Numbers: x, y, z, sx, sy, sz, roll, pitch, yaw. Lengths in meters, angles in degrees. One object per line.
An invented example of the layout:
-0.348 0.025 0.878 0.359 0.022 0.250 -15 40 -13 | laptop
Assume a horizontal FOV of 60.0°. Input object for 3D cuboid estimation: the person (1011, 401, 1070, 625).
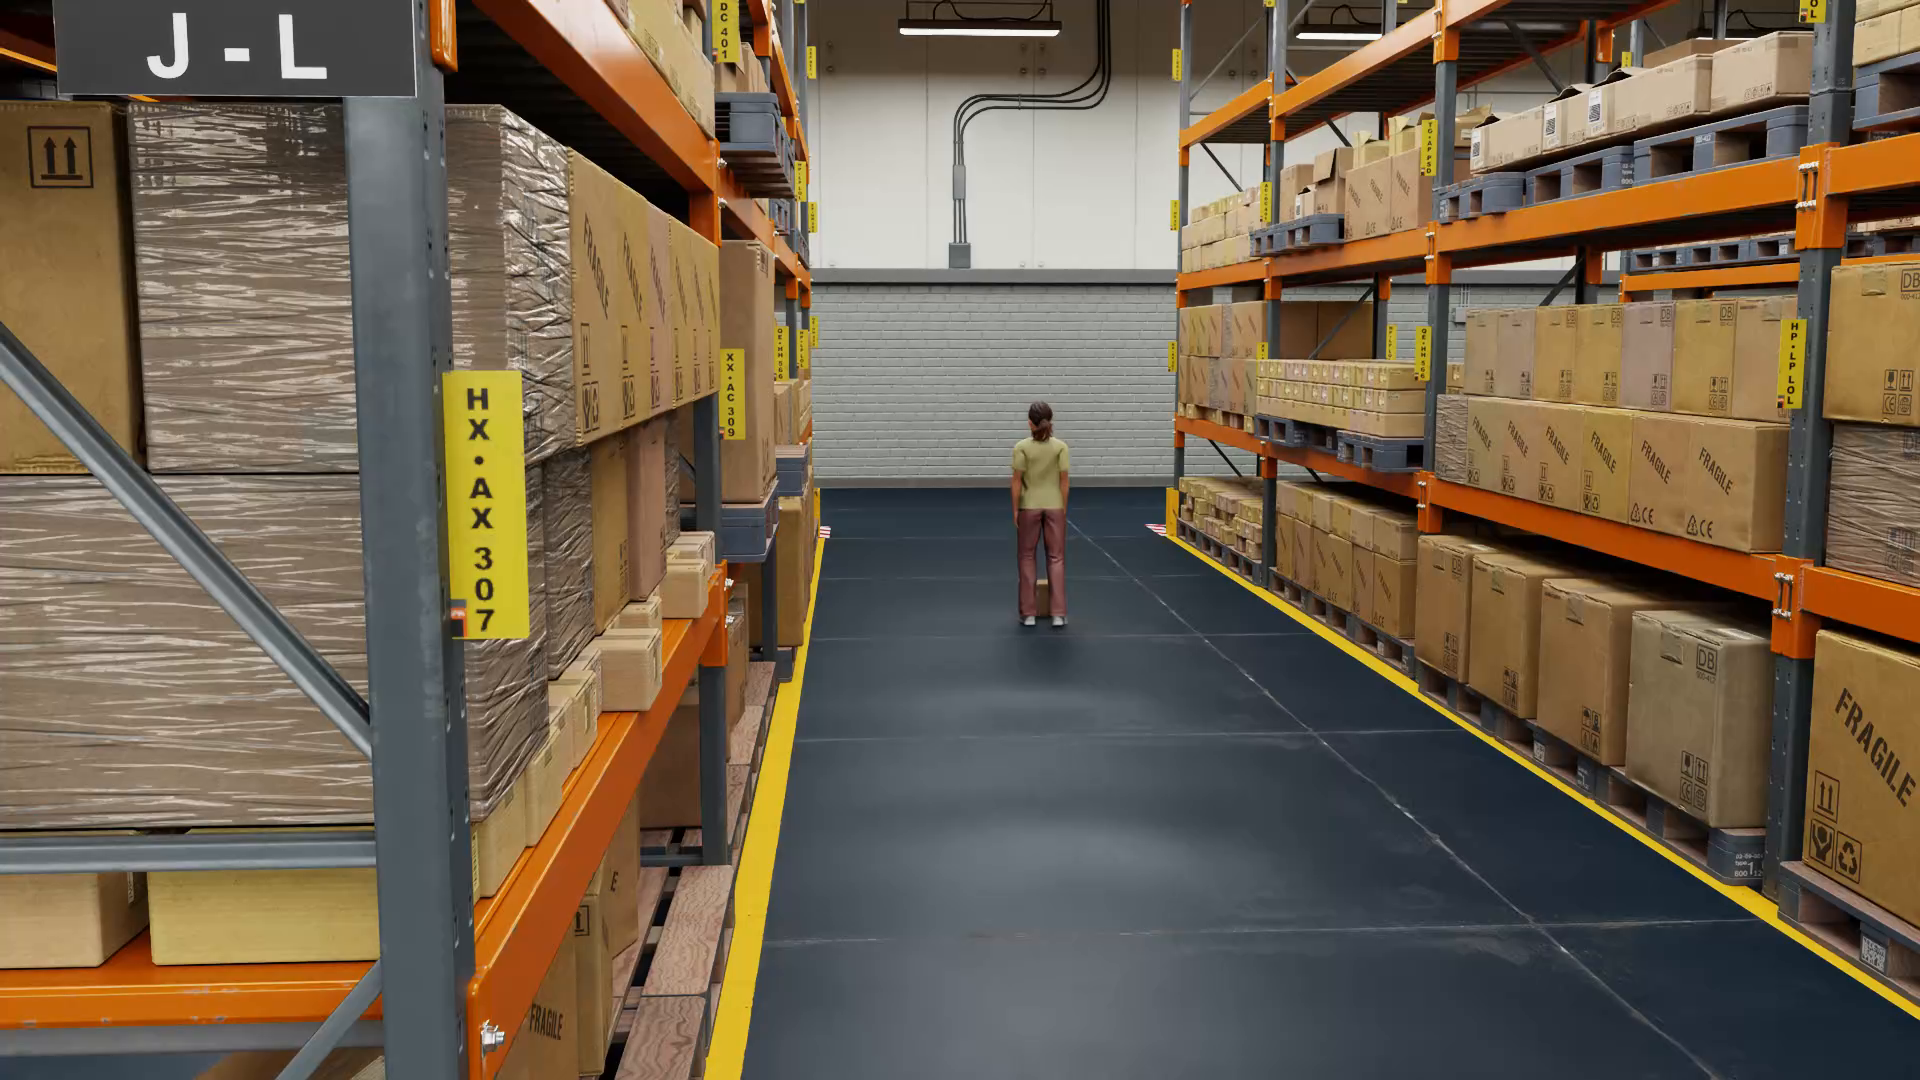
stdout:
0.596 -0.194 12.396 0.443 1.670 0.365 0 7 -3 | person
